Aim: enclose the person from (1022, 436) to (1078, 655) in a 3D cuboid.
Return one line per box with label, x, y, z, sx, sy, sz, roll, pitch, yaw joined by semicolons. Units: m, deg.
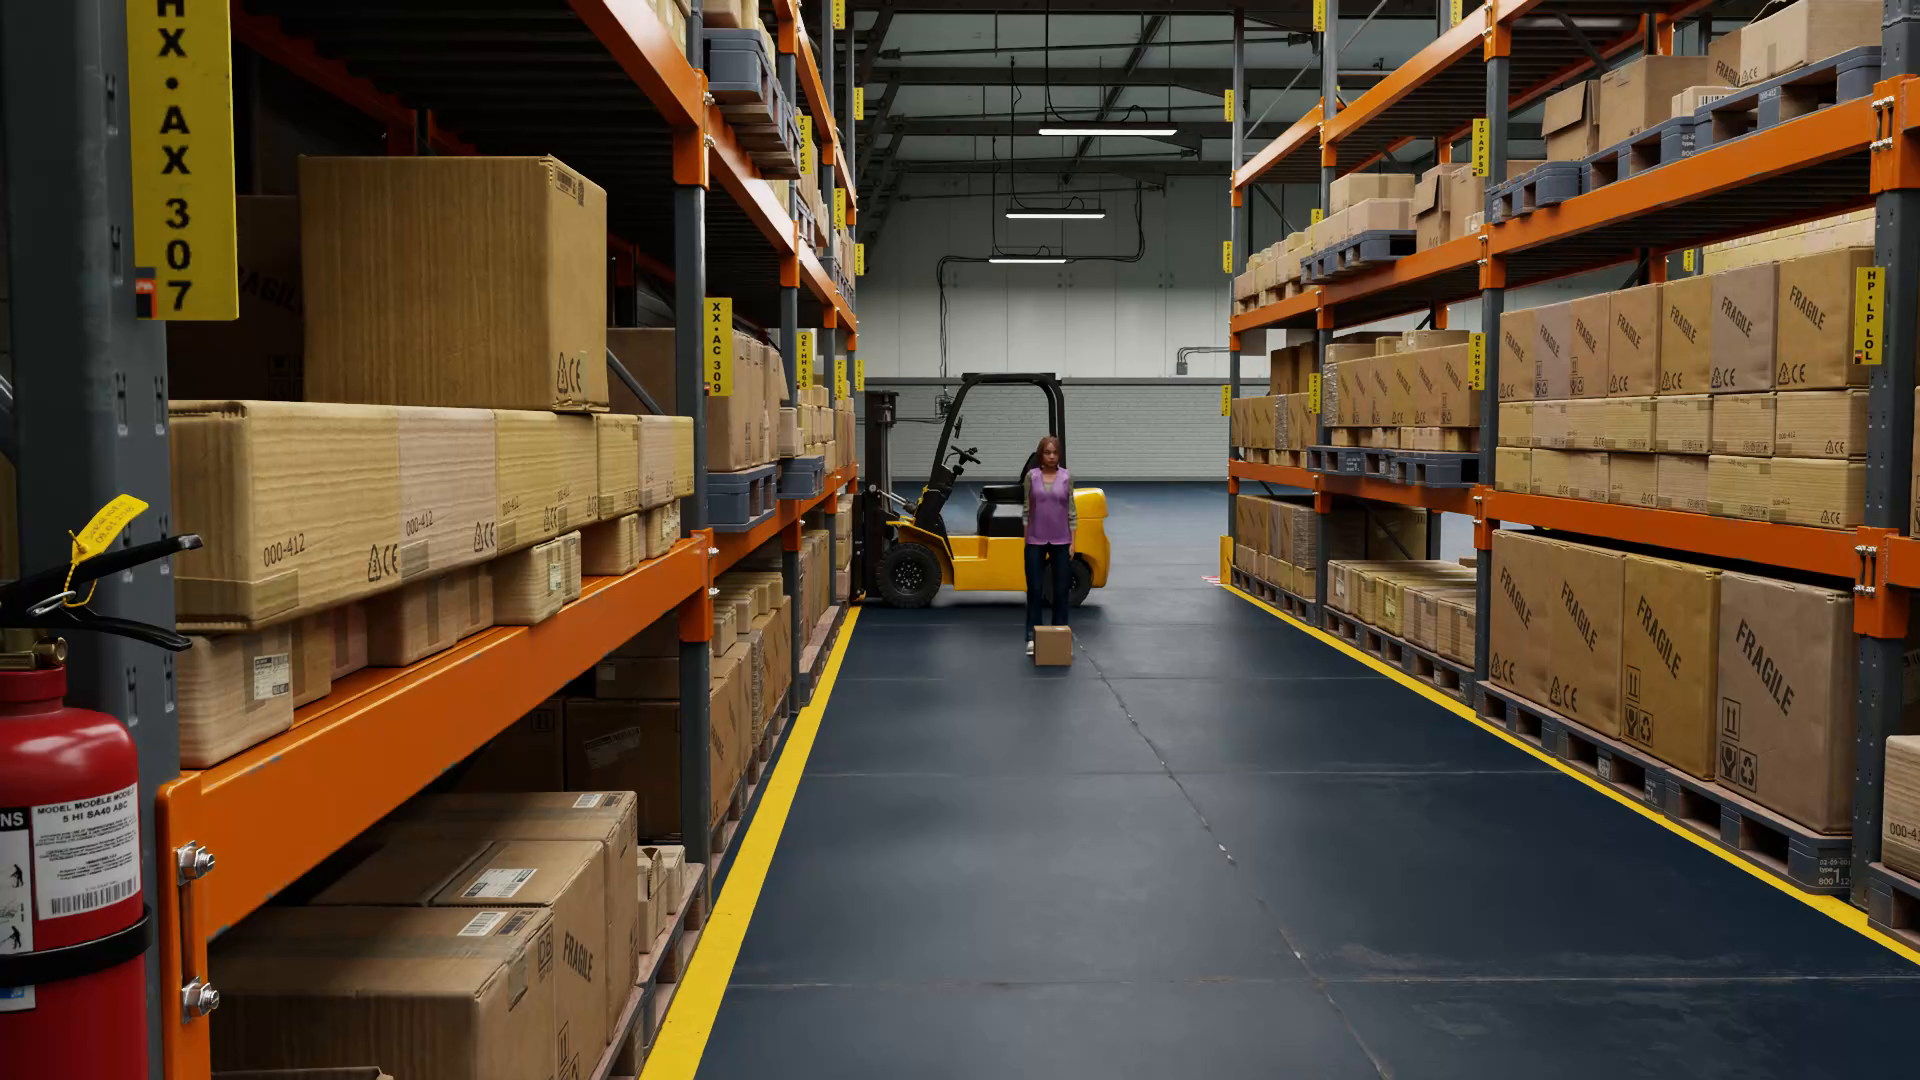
person;0.656;0.042;12.132;0.405;1.598;0.304;0;4;0
